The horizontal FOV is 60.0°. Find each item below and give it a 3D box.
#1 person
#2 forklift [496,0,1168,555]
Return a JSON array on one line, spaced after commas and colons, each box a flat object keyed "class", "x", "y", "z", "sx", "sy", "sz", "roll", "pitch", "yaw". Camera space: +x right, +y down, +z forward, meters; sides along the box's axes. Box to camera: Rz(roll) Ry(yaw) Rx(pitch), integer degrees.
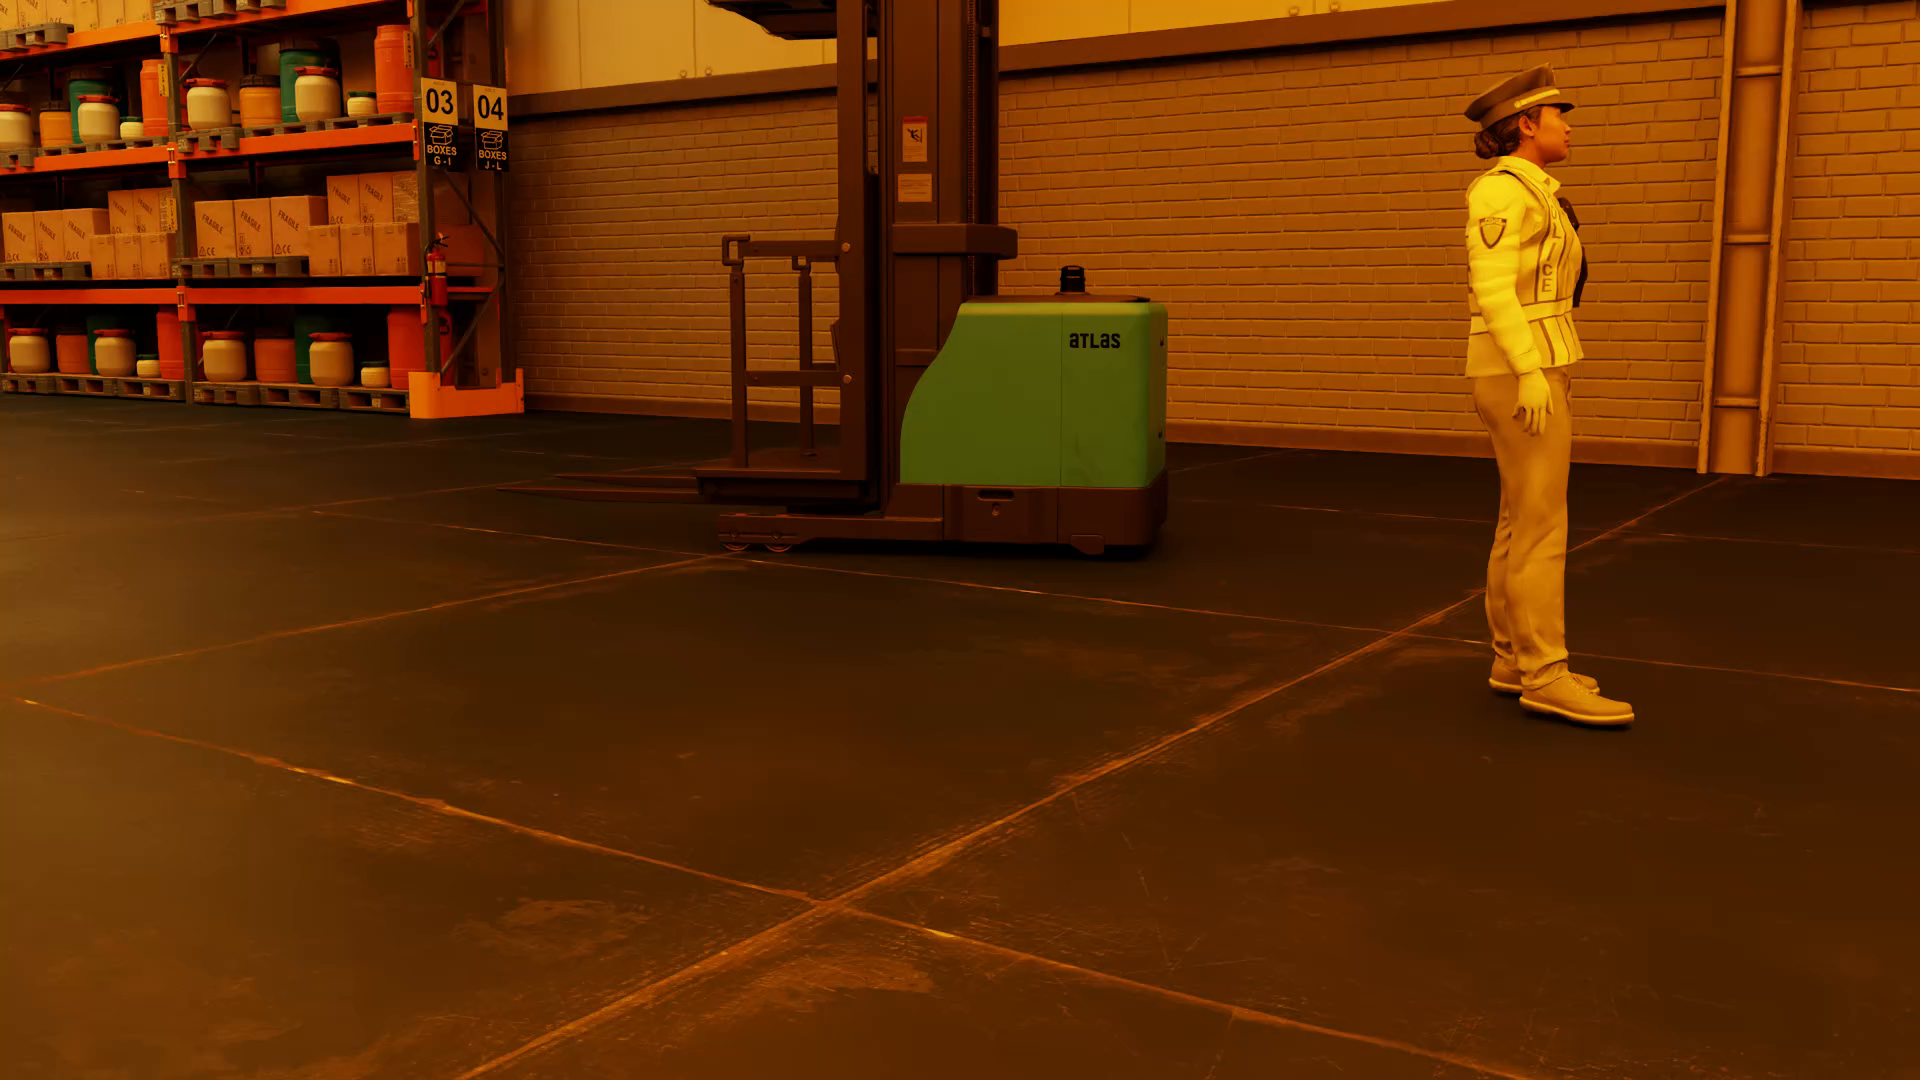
[{"class": "person", "x": 1.582, "y": -0.412, "z": 4.436, "sx": 0.531, "sy": 1.695, "sz": 0.589, "roll": 4, "pitch": 9, "yaw": 27}, {"class": "forklift", "x": -0.596, "y": -1.469, "z": 7.520, "sx": 3.031, "sy": 2.935, "sz": 1.130, "roll": 2, "pitch": 8, "yaw": 12}]
